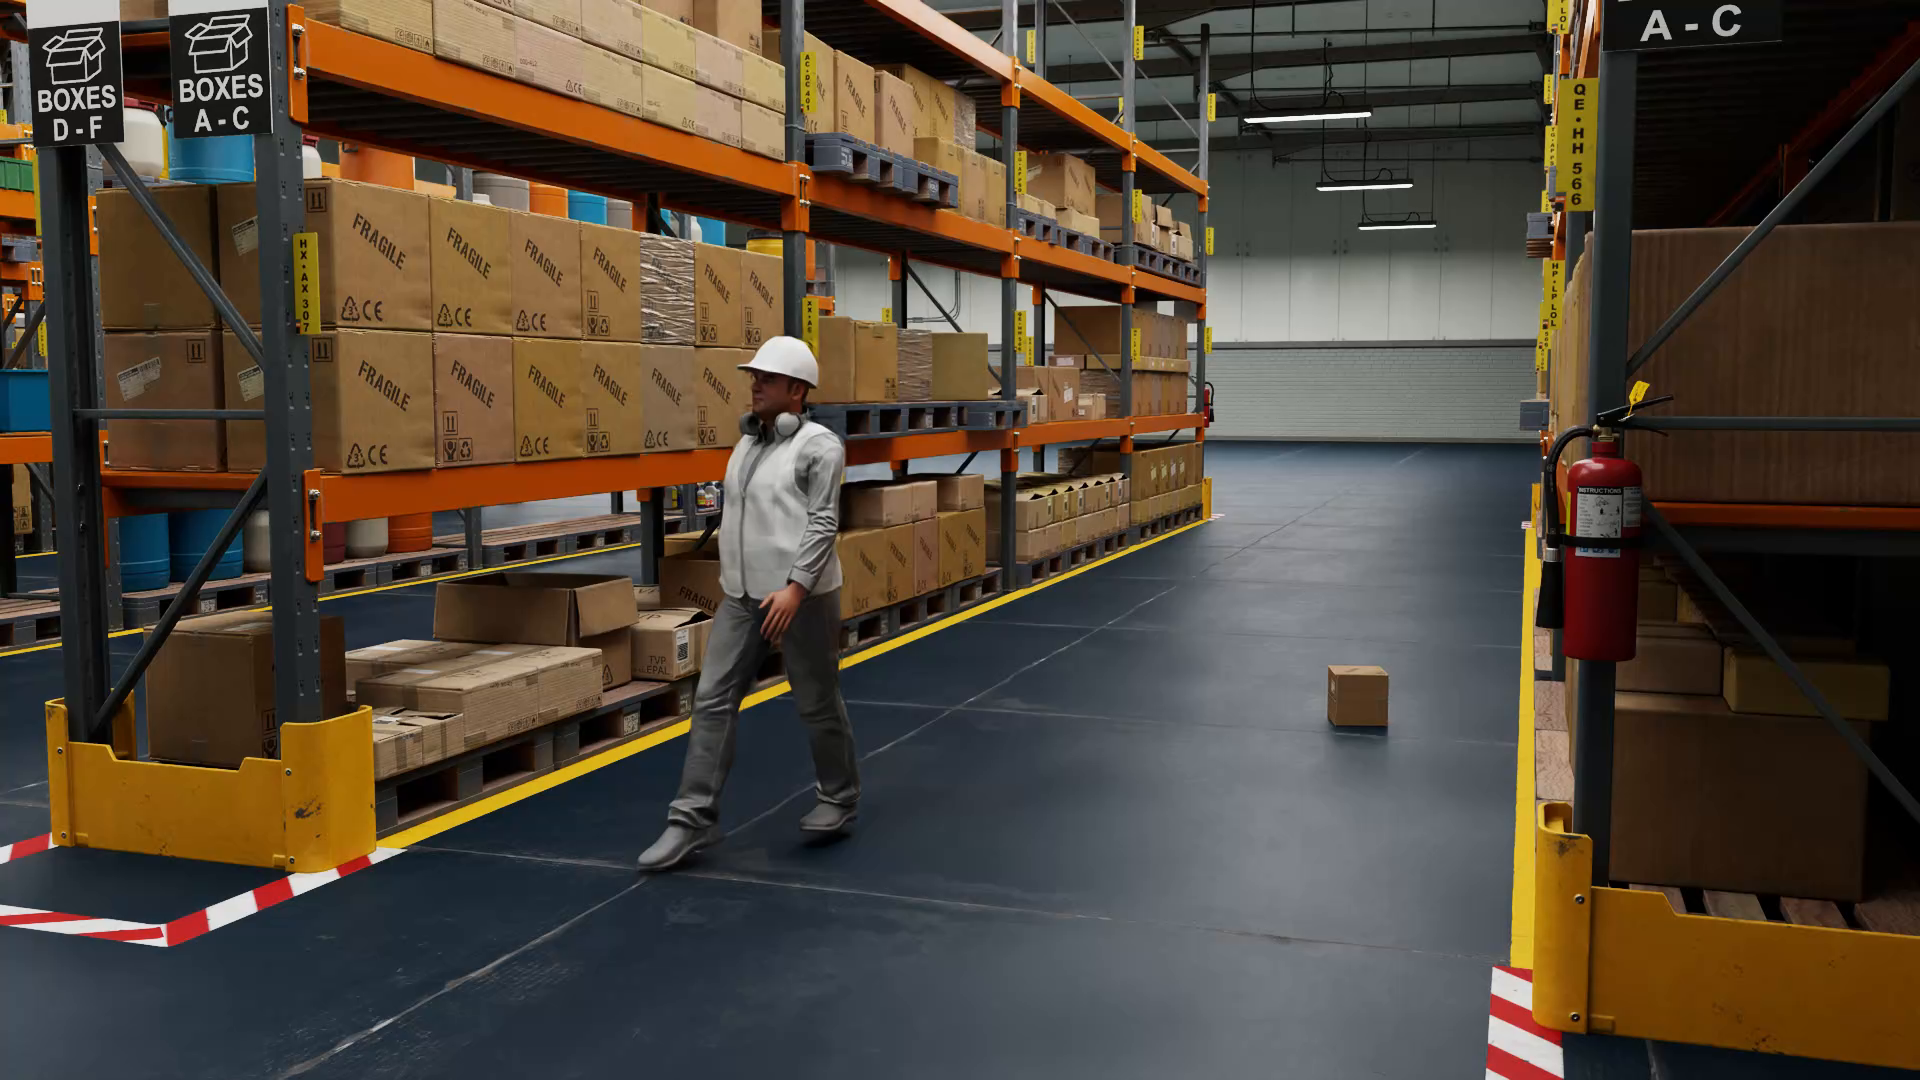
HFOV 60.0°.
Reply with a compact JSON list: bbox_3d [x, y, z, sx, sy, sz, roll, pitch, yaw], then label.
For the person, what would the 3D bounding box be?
[{"bbox_3d":[-0.672,0.188,5.642,0.551,1.753,0.897,4,6,37],"label":"person"}]
